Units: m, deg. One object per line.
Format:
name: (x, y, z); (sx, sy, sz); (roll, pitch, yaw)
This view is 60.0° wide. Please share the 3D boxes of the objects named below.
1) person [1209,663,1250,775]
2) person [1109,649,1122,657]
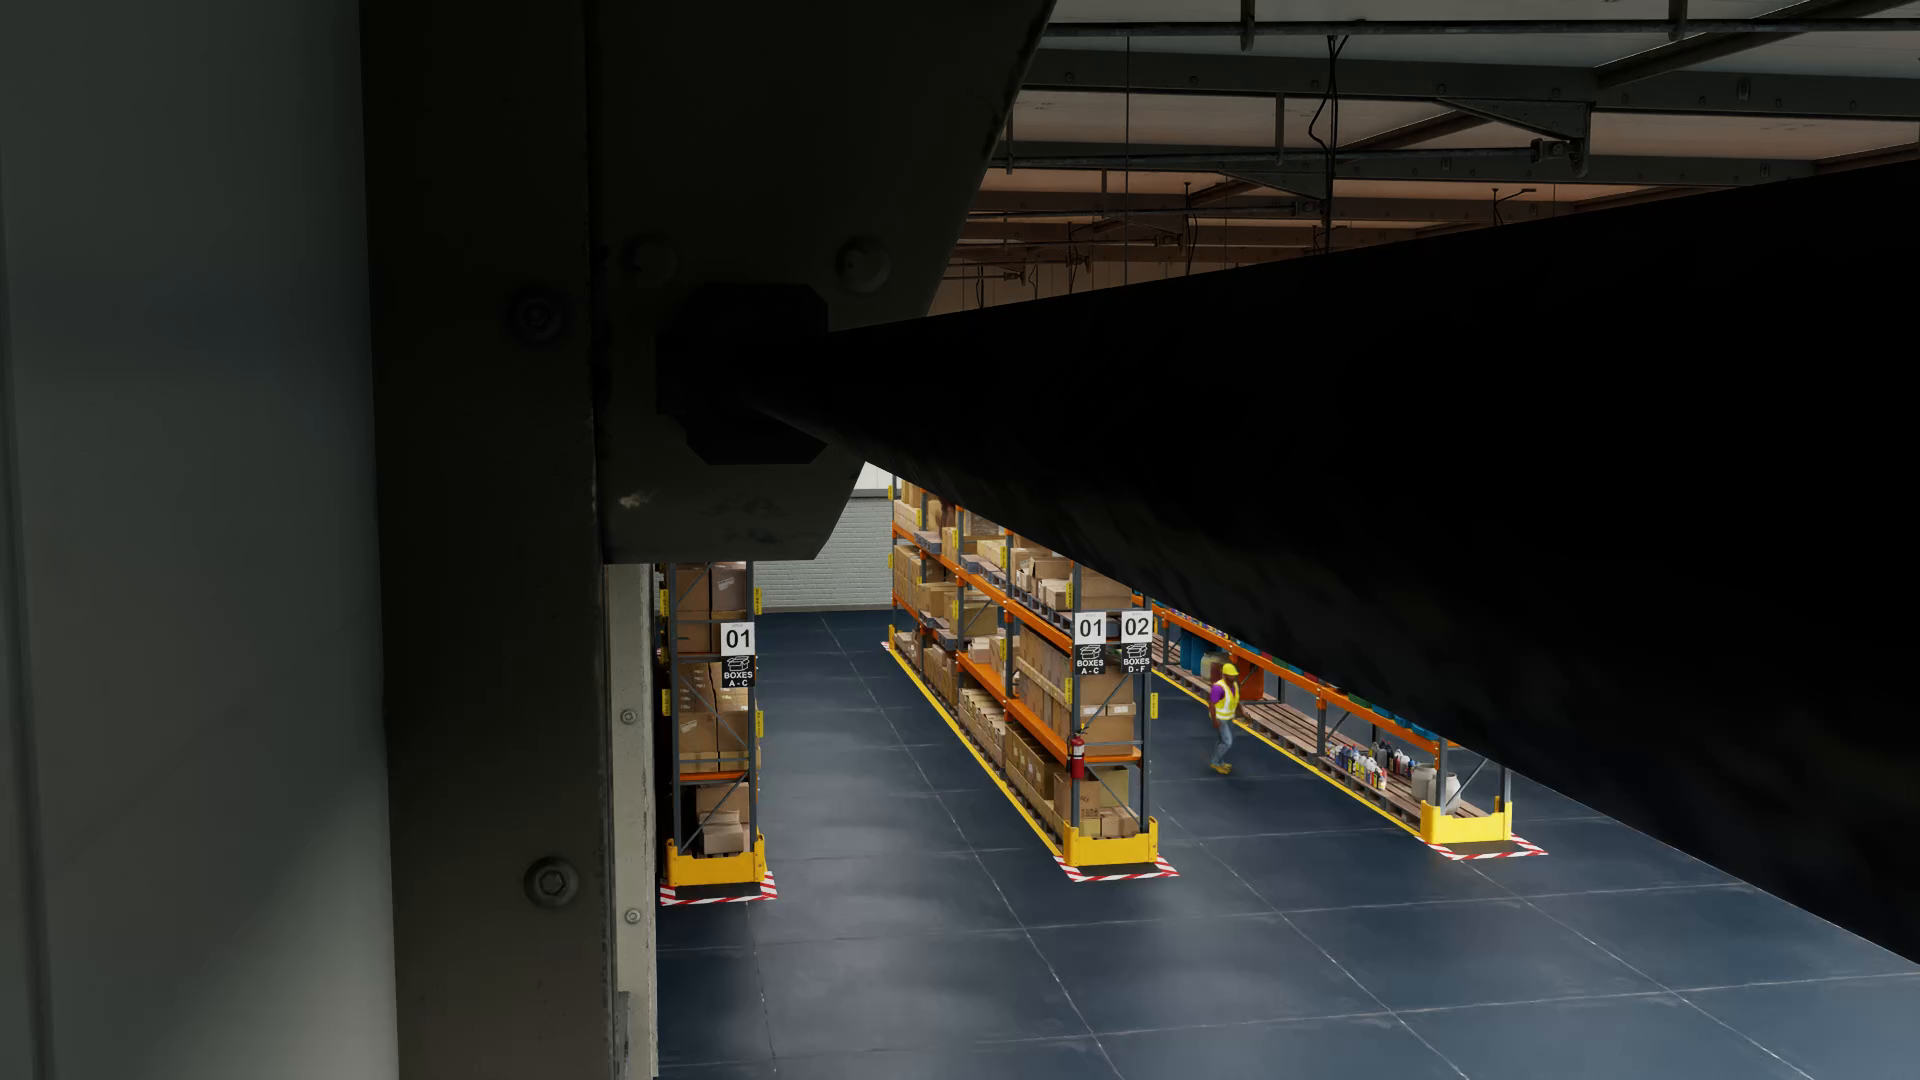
person: (4.045, 2.725, 25.472); (0.619, 1.737, 0.647); (5, 8, 39)
person: (2.926, 2.082, 31.261); (0.637, 1.723, 0.717); (1, 6, 5)
